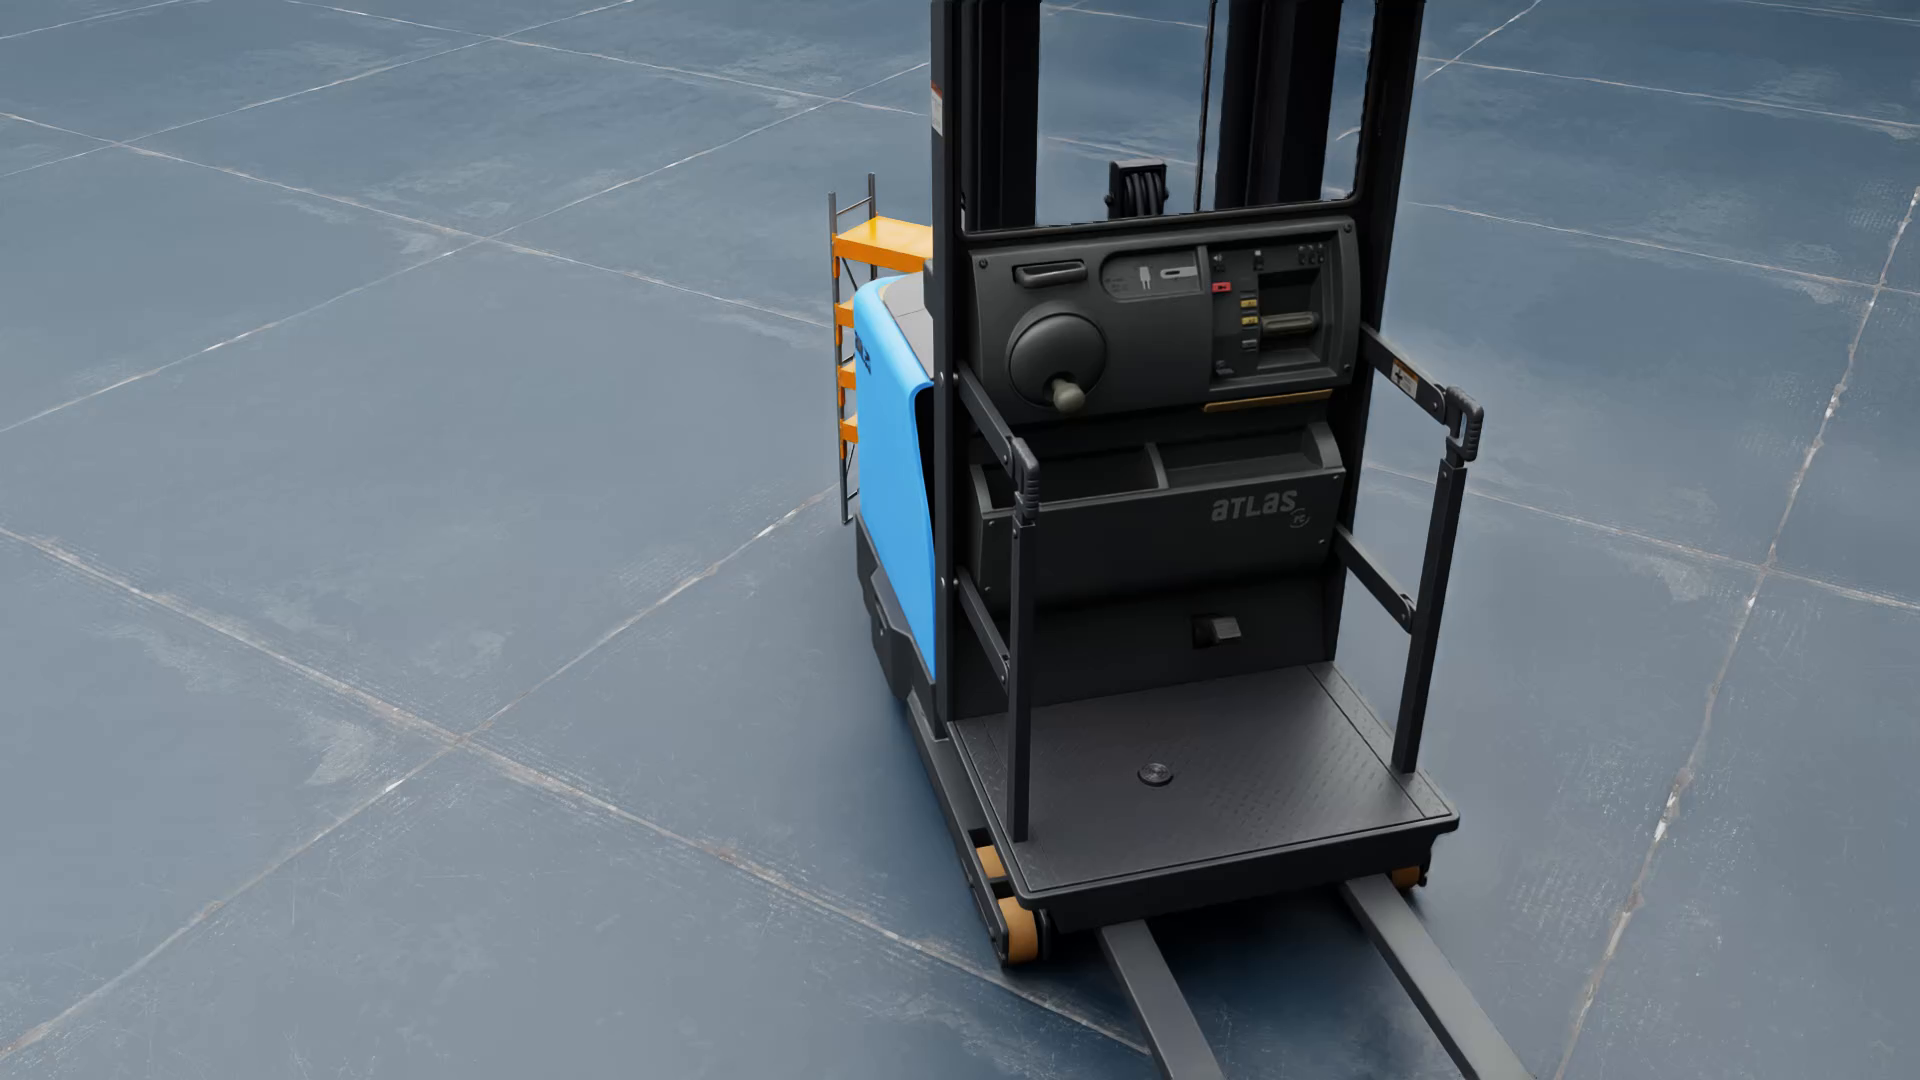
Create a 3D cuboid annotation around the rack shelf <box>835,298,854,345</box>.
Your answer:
[{"bbox_3d":[-0.140,-0.698,5.445,0.480,0.148,0.258,18,35,27],"label":"rack shelf"}]

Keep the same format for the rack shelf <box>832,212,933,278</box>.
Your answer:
[{"bbox_3d":[-0.140,-0.902,5.326,0.480,0.148,0.258,18,35,27],"label":"rack shelf"}]

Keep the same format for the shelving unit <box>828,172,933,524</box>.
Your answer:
[{"bbox_3d":[-0.140,-0.563,5.524,0.503,1.200,0.258,18,35,27],"label":"shelving unit"}]

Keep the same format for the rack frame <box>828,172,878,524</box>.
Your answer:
[{"bbox_3d":[-0.347,-0.628,5.636,0.015,1.200,0.240,18,35,27],"label":"rack frame"}]

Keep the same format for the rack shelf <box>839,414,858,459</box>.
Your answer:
[{"bbox_3d":[-0.140,-0.333,5.658,0.480,0.148,0.258,18,35,27],"label":"rack shelf"}]

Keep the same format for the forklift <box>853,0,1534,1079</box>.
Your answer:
[{"bbox_3d":[0.541,-0.463,3.636,1.130,2.935,3.031,-8,31,-13],"label":"forklift"}]

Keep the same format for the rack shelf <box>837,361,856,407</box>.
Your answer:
[{"bbox_3d":[-0.140,-0.504,5.558,0.480,0.148,0.258,18,35,27],"label":"rack shelf"}]
